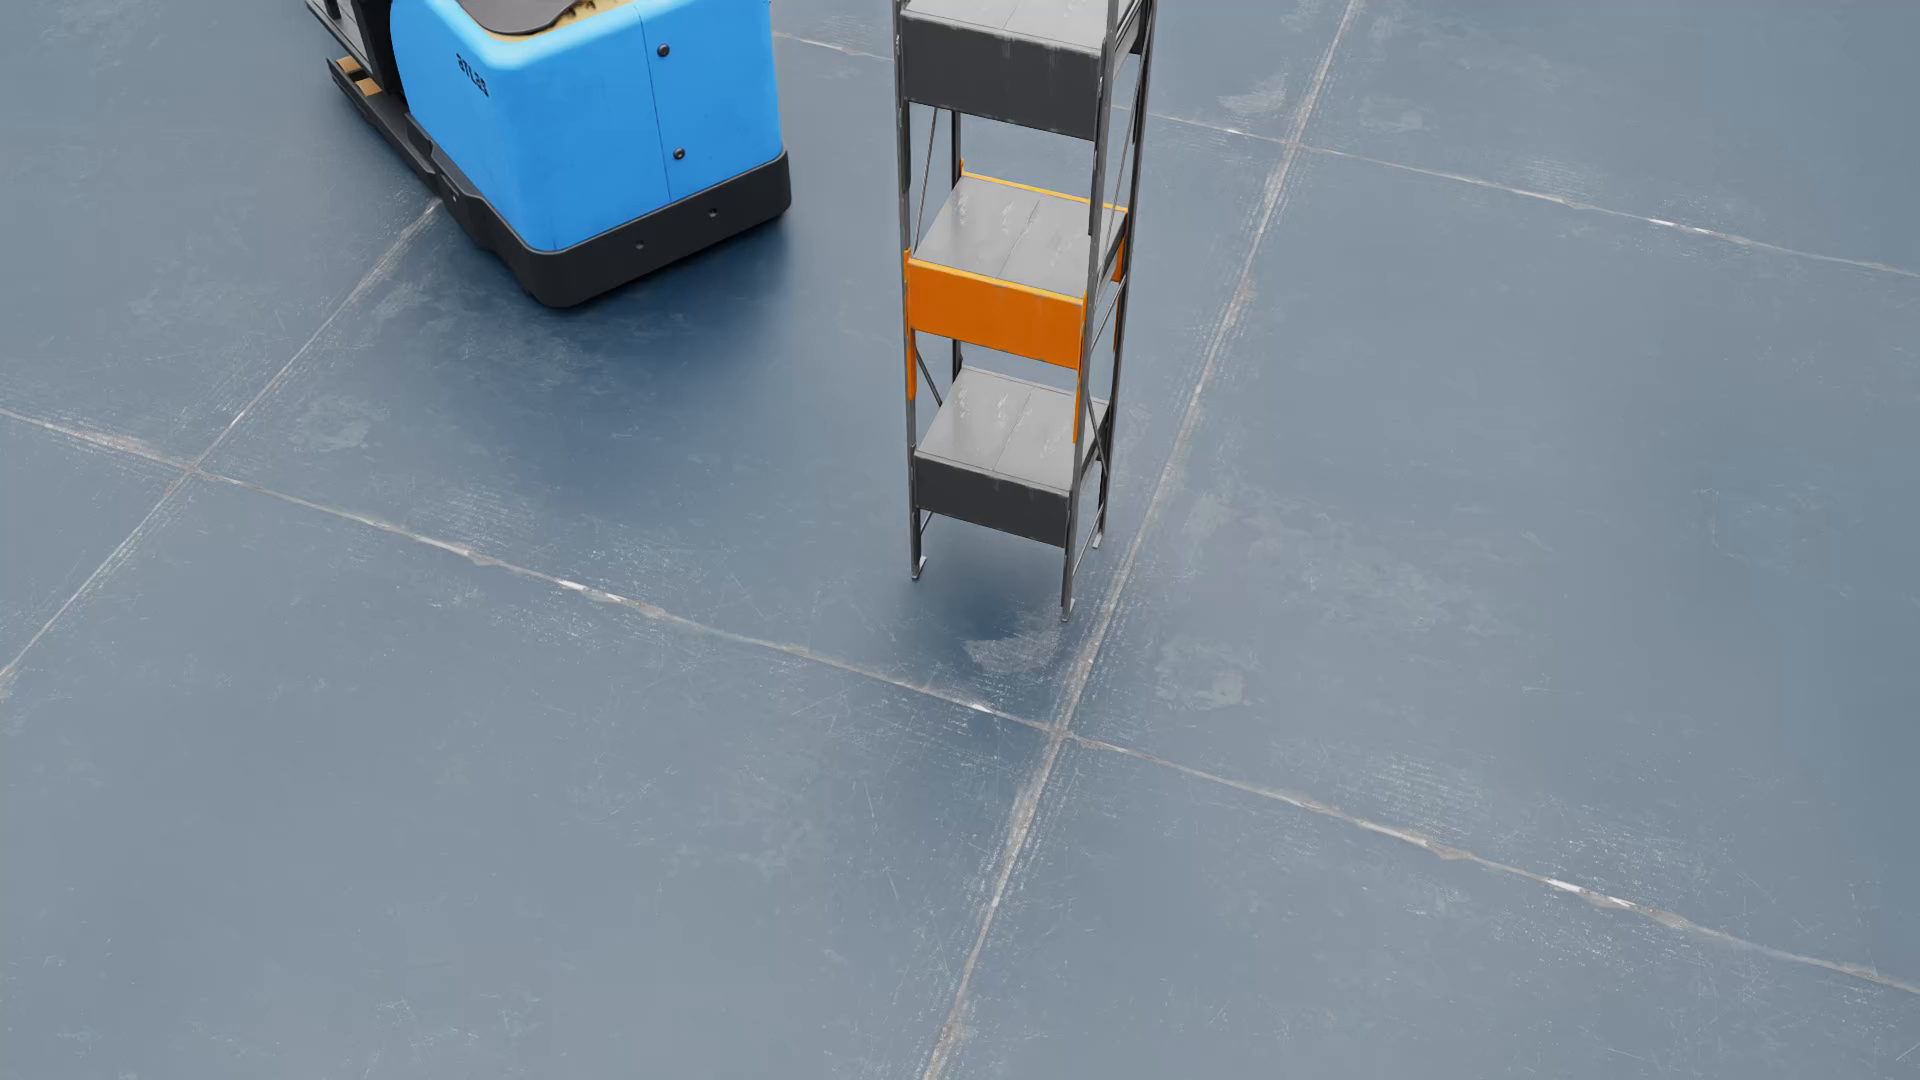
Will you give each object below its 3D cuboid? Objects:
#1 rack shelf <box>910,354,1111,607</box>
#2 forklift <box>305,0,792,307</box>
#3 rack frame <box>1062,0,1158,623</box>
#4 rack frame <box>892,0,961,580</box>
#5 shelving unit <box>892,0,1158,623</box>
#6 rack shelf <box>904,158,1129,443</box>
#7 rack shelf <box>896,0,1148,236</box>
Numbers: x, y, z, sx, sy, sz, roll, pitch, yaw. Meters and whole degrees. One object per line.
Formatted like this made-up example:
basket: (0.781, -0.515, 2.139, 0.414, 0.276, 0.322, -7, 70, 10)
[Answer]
rack shelf: (0.155, -0.177, 4.958, 0.480, 0.518, 0.431, 16, 51, 13)
forklift: (-1.914, -2.856, 5.786, 1.130, 2.935, 3.031, -29, 55, -23)
rack frame: (0.384, -0.580, 4.364, 0.015, 2.100, 0.400, 16, 51, 13)
rack frame: (-0.074, -0.708, 4.474, 0.015, 2.100, 0.400, 16, 51, 13)
shelving unit: (0.155, -0.644, 4.419, 0.503, 2.100, 0.431, 16, 51, 13)
rack shelf: (0.155, -0.635, 4.429, 0.480, 0.518, 0.431, 16, 51, 13)
rack shelf: (0.155, -1.094, 3.900, 0.480, 0.518, 0.431, 16, 51, 13)
